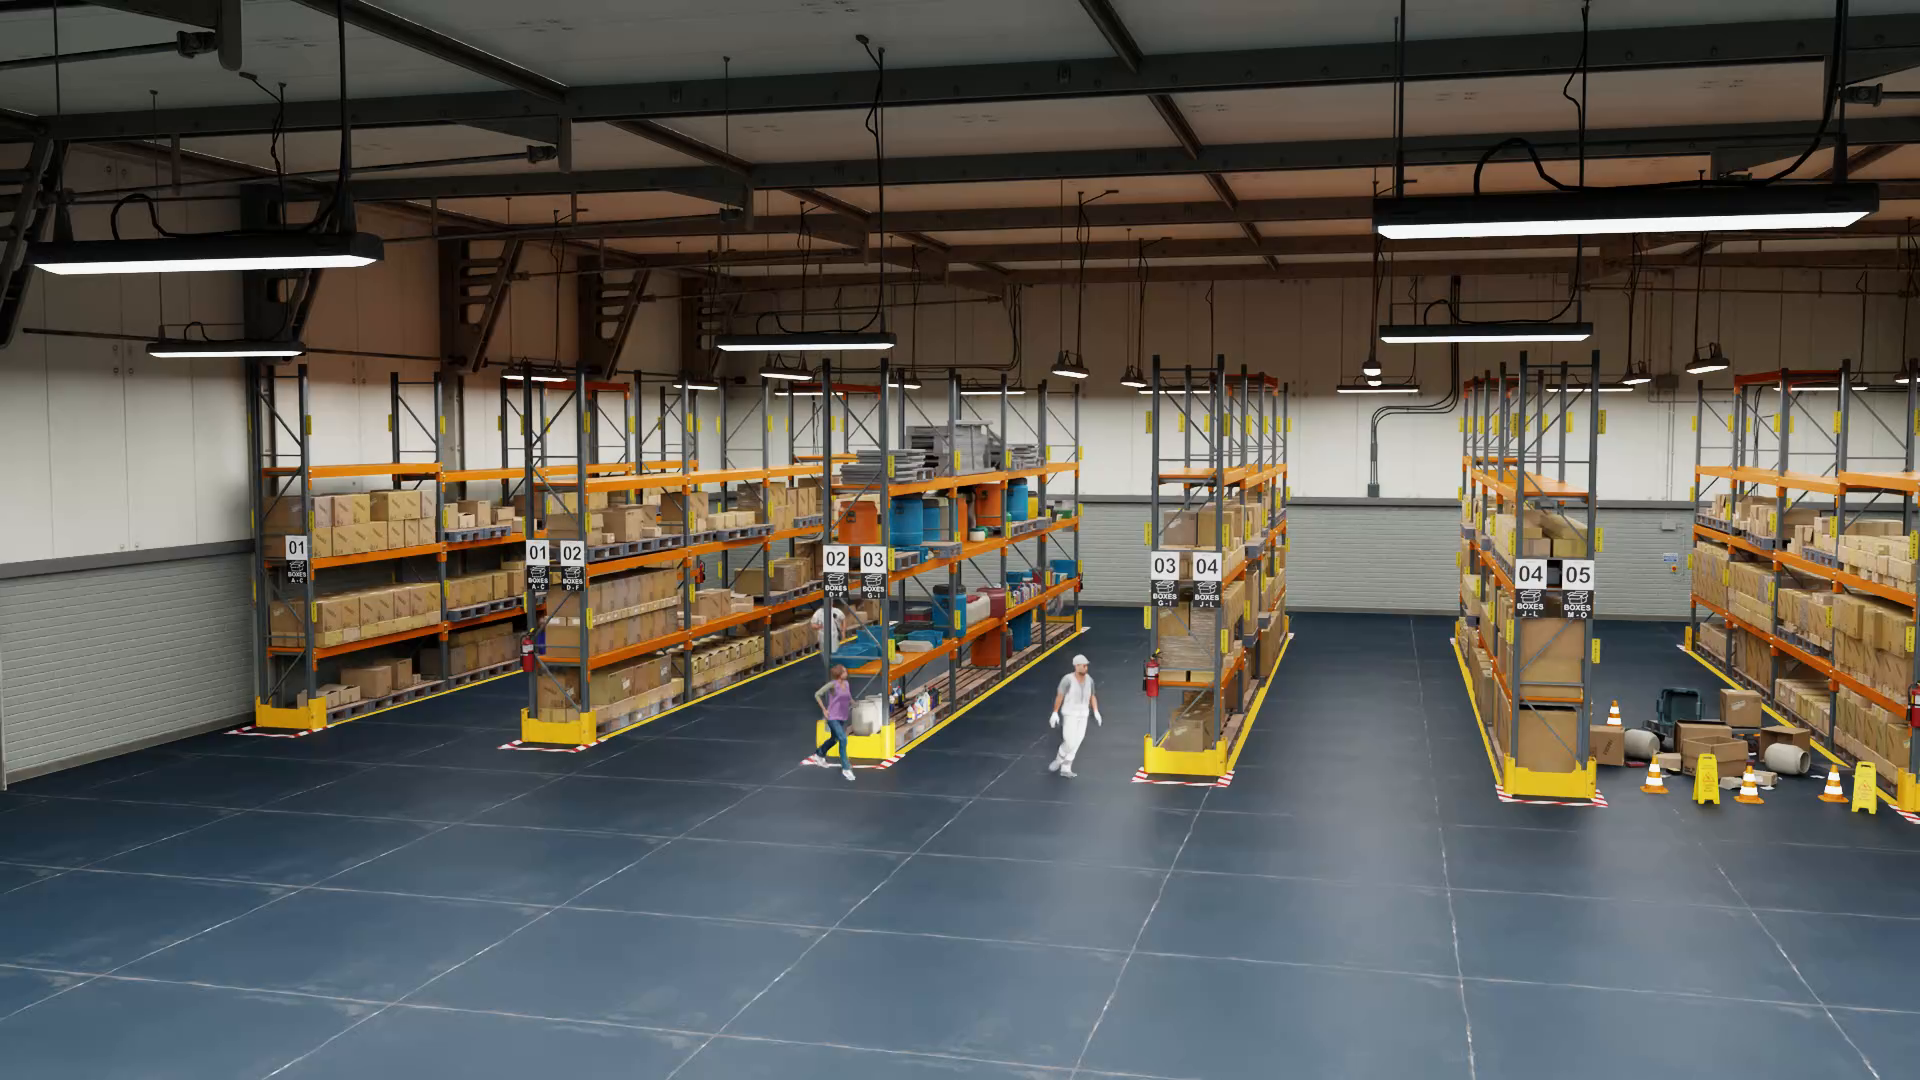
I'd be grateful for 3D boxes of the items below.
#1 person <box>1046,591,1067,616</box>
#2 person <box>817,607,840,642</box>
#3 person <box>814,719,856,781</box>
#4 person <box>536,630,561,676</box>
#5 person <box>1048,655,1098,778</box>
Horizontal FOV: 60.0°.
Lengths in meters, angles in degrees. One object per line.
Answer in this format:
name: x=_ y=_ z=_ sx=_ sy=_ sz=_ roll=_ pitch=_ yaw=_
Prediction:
person: x=2.340 y=1.342 z=41.913 sx=0.612 sy=1.543 sz=0.557 roll=-4 pitch=5 yaw=-43
person: x=-2.501 y=2.062 z=31.681 sx=0.448 sy=1.580 sz=0.832 roll=1 pitch=4 yaw=12
person: x=-1.792 y=2.886 z=23.690 sx=0.869 sy=0.984 sz=0.341 roll=3 pitch=5 yaw=36
person: x=-7.253 y=2.206 z=29.429 sx=0.557 sy=1.361 sz=0.691 roll=1 pitch=4 yaw=15
person: x=1.621 y=2.495 z=23.592 sx=0.648 sy=1.763 sz=0.526 roll=-2 pitch=5 yaw=-30
